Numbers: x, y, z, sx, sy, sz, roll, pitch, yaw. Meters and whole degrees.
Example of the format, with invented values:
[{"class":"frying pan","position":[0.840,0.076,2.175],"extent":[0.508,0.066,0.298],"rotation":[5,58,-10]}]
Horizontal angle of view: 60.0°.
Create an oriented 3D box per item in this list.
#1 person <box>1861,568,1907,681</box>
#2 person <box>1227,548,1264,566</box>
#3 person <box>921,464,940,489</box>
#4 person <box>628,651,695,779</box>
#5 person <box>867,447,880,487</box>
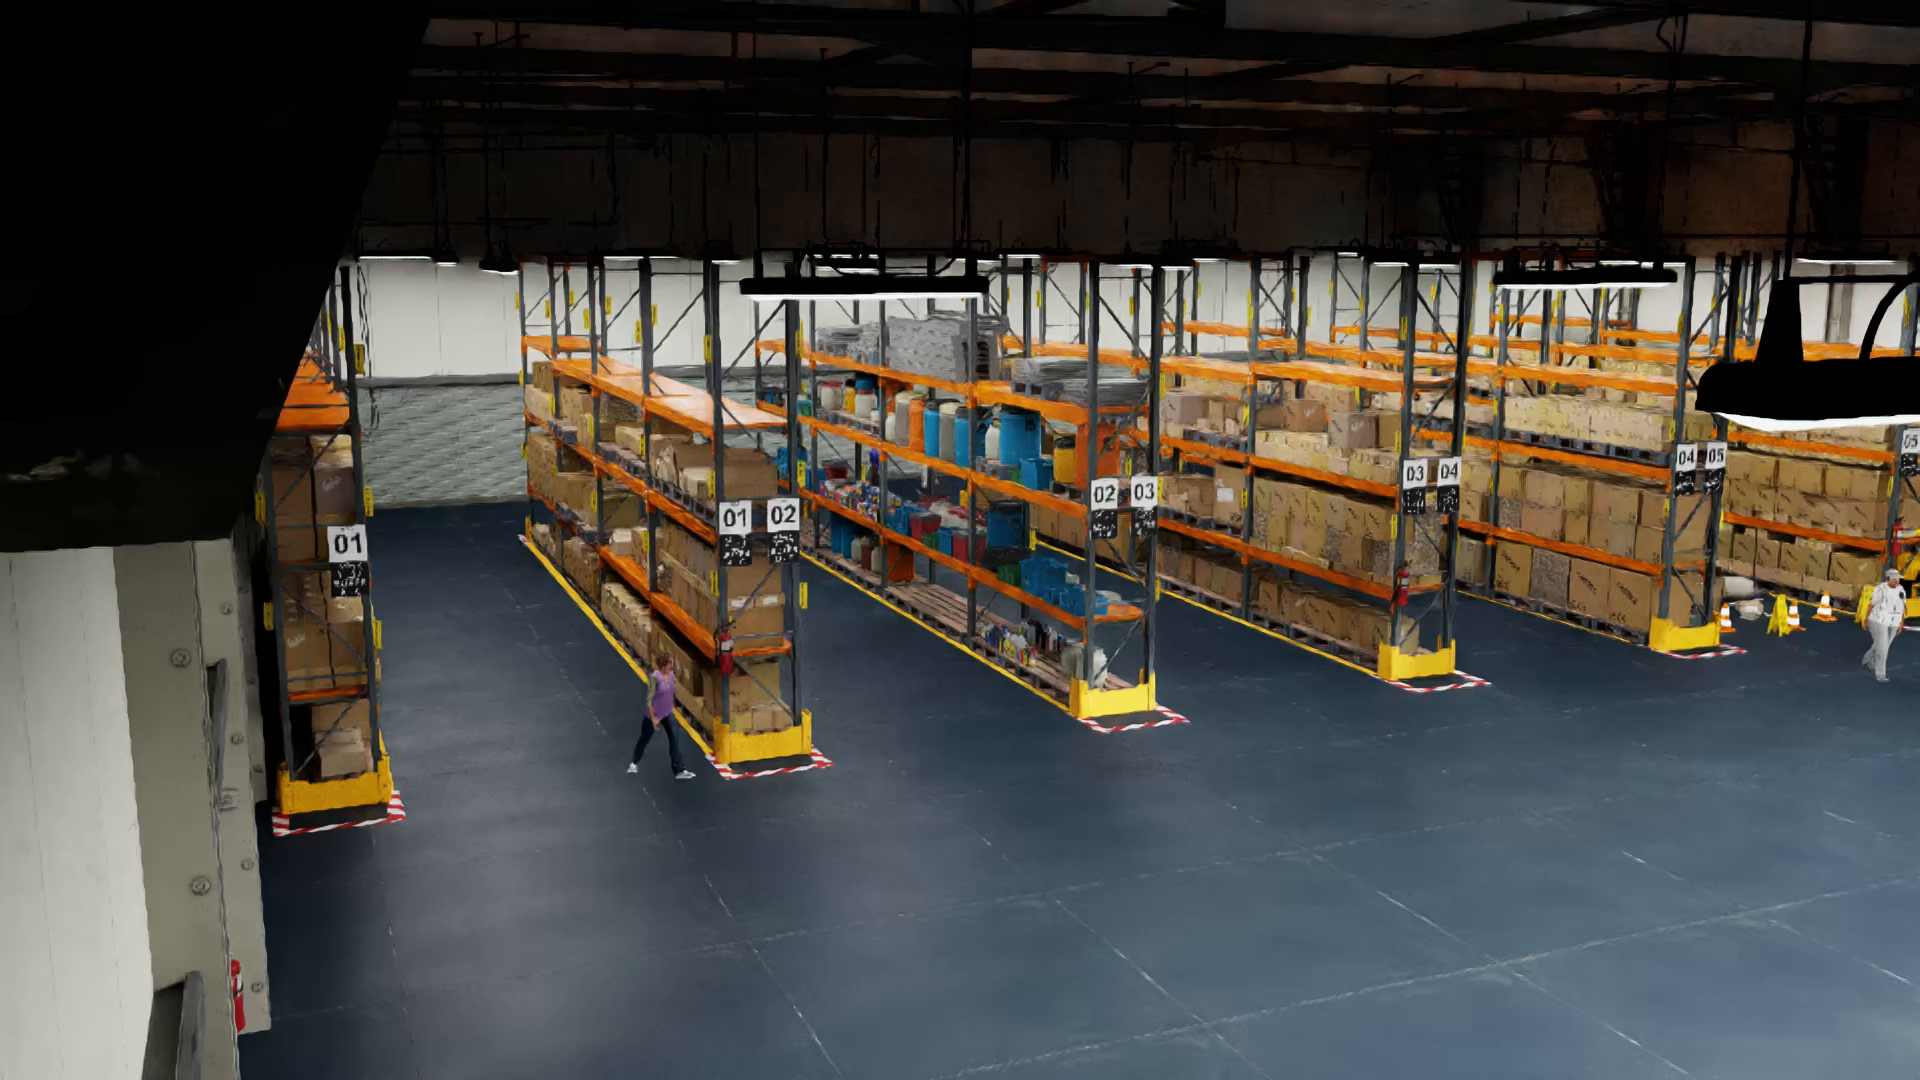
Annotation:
[{"class":"person","position":[13.375,1.182,24.062],"extent":[0.502,1.609,0.909],"rotation":[-1,10,-6]},{"class":"person","position":[5.407,-0.219,31.424],"extent":[0.537,1.715,1.028],"rotation":[-6,12,-31]},{"class":"person","position":[-0.772,-2.181,42.241],"extent":[0.616,1.712,0.970],"rotation":[0,10,-2]},{"class":"person","position":[-3.538,2.048,19.547],"extent":[0.896,1.542,0.489],"rotation":[9,14,41]},{"class":"person","position":[-2.020,-1.557,38.949],"extent":[0.481,1.660,0.586],"rotation":[1,10,4]}]
